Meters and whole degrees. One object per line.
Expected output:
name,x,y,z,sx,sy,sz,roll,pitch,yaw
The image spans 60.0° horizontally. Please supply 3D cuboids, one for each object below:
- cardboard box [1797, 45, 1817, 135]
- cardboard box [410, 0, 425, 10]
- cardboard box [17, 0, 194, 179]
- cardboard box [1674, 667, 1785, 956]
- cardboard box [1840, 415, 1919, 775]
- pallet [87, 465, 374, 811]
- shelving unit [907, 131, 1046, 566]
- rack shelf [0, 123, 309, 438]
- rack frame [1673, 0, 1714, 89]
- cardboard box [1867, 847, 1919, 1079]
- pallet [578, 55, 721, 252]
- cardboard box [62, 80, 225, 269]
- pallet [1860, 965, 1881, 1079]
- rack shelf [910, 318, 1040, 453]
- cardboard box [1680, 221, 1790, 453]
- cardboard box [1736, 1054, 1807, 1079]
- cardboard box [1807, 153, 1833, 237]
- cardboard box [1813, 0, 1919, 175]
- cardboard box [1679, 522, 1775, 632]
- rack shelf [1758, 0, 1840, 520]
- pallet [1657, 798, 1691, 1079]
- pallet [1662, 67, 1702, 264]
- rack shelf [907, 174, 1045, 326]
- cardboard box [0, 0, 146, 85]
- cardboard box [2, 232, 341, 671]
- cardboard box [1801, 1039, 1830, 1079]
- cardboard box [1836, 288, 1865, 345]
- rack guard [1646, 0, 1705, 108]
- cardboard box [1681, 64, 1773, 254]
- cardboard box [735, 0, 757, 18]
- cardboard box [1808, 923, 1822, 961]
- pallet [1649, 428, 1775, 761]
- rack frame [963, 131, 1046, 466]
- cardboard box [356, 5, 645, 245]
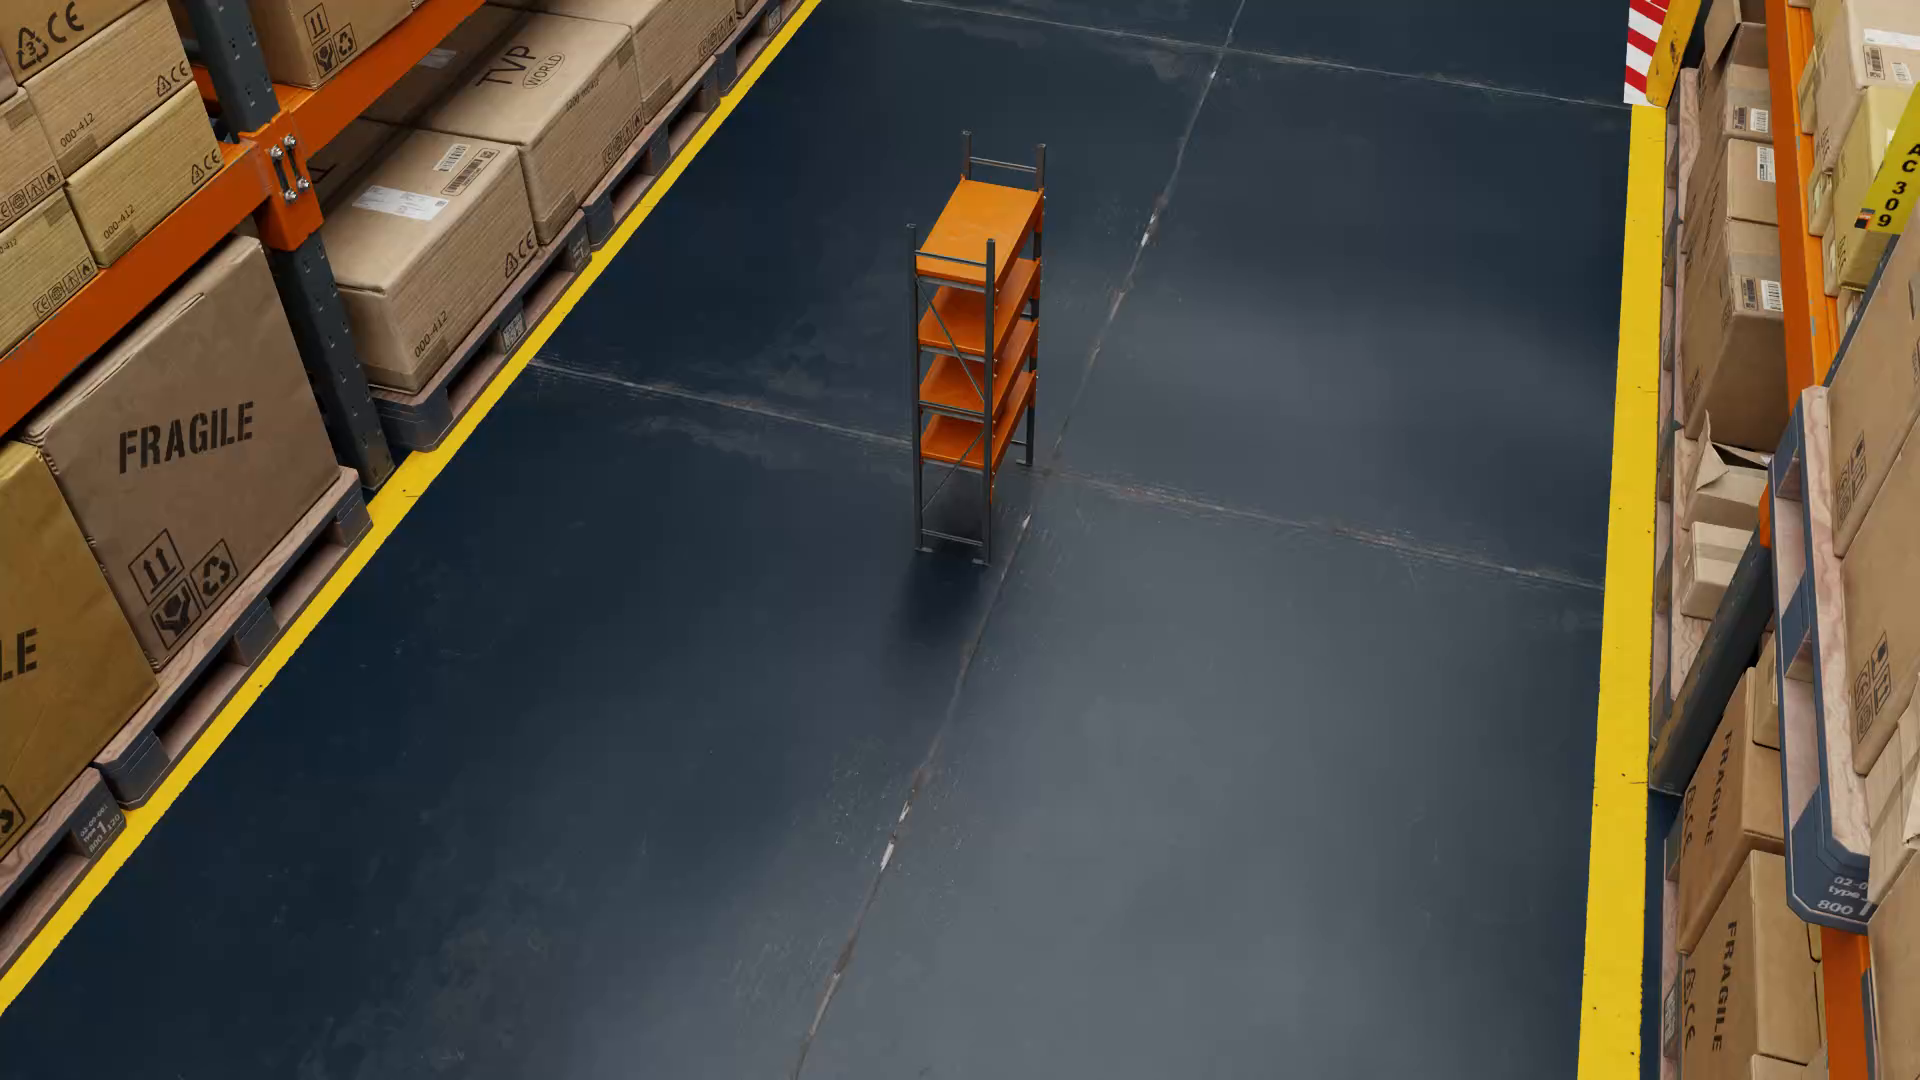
cardboard box,2.501,-1.199,4.510,0.380,0.149,0.250,12,46,12
cardboard box,-1.808,-1.998,5.075,0.500,0.500,0.500,13,46,13
cardboard box,-2.258,-1.150,4.030,0.500,0.250,0.500,12,46,12
cardboard box,2.015,0.697,3.880,0.500,0.500,0.500,14,46,14
cardboard box,1.859,0.113,2.618,0.700,0.500,0.500,13,46,13
pallet,-2.518,0.157,4.939,1.003,0.211,1.213,13,46,13
shelving unit,0.050,-0.539,4.943,0.258,1.200,0.503,13,46,13
rack shelf,-2.961,0.220,3.395,1.077,0.370,4.000,13,46,13
rack frame,3.587,-2.987,6.158,1.000,3.000,0.127,13,46,13
cardboard box,1.622,0.636,2.083,0.700,0.500,0.500,12,46,12
pallet,-1.683,-1.680,6.815,1.003,0.211,1.213,13,46,12
cardboard box,-2.251,-0.964,4.198,0.500,0.250,0.500,12,46,12
pallet,1.749,1.116,2.102,1.003,0.211,1.213,13,46,13
rack shelf,0.050,-0.491,4.990,0.258,0.148,0.480,13,46,13
cardboard box,2.701,-0.603,5.209,0.700,0.500,0.500,11,45,11
cardboard box,1.708,1.386,3.176,0.500,0.500,0.500,11,45,11
cardboard box,2.346,-0.854,4.158,0.380,0.149,0.250,14,46,14
cardboard box,2.435,-1.102,4.126,0.500,0.250,0.500,13,46,13
cardboard box,2.265,0.114,4.727,0.380,0.149,0.250,11,45,11
rack shelf,2.982,-1.397,5.047,1.077,0.370,4.000,13,46,13
pallet,2.166,1.226,3.847,1.003,0.211,1.213,13,46,13
pallet,3.324,-1.408,6.539,1.003,0.211,1.213,13,46,13
rack shelf,0.050,-0.820,4.668,0.258,0.148,0.480,13,46,13
cardboard box,-2.252,-1.412,3.762,0.500,0.500,0.500,14,46,14
cardboard box,-2.467,-0.331,4.662,0.875,0.875,0.875,14,46,14
cardboard box,1.755,1.092,3.013,0.380,0.149,0.250,12,46,12
cardboard box,2.232,-0.497,3.793,0.380,0.149,0.250,13,46,13
rack guard,3.564,-2.043,6.981,1.175,0.500,0.348,13,46,13
cardboard box,3.016,-1.295,5.916,0.700,0.500,0.500,14,46,14
cardboard box,-1.249,-2.810,7.508,0.875,0.438,0.875,11,45,11
cardboard box,1.937,0.748,3.365,0.380,0.149,0.250,10,45,10
pallet,2.585,0.218,4.876,1.003,0.211,1.213,13,46,13
rack frame,0.124,-0.702,5.109,0.240,1.200,0.015,13,46,13
cardboard box,-1.793,-1.597,6.269,0.875,0.438,0.875,11,45,11
